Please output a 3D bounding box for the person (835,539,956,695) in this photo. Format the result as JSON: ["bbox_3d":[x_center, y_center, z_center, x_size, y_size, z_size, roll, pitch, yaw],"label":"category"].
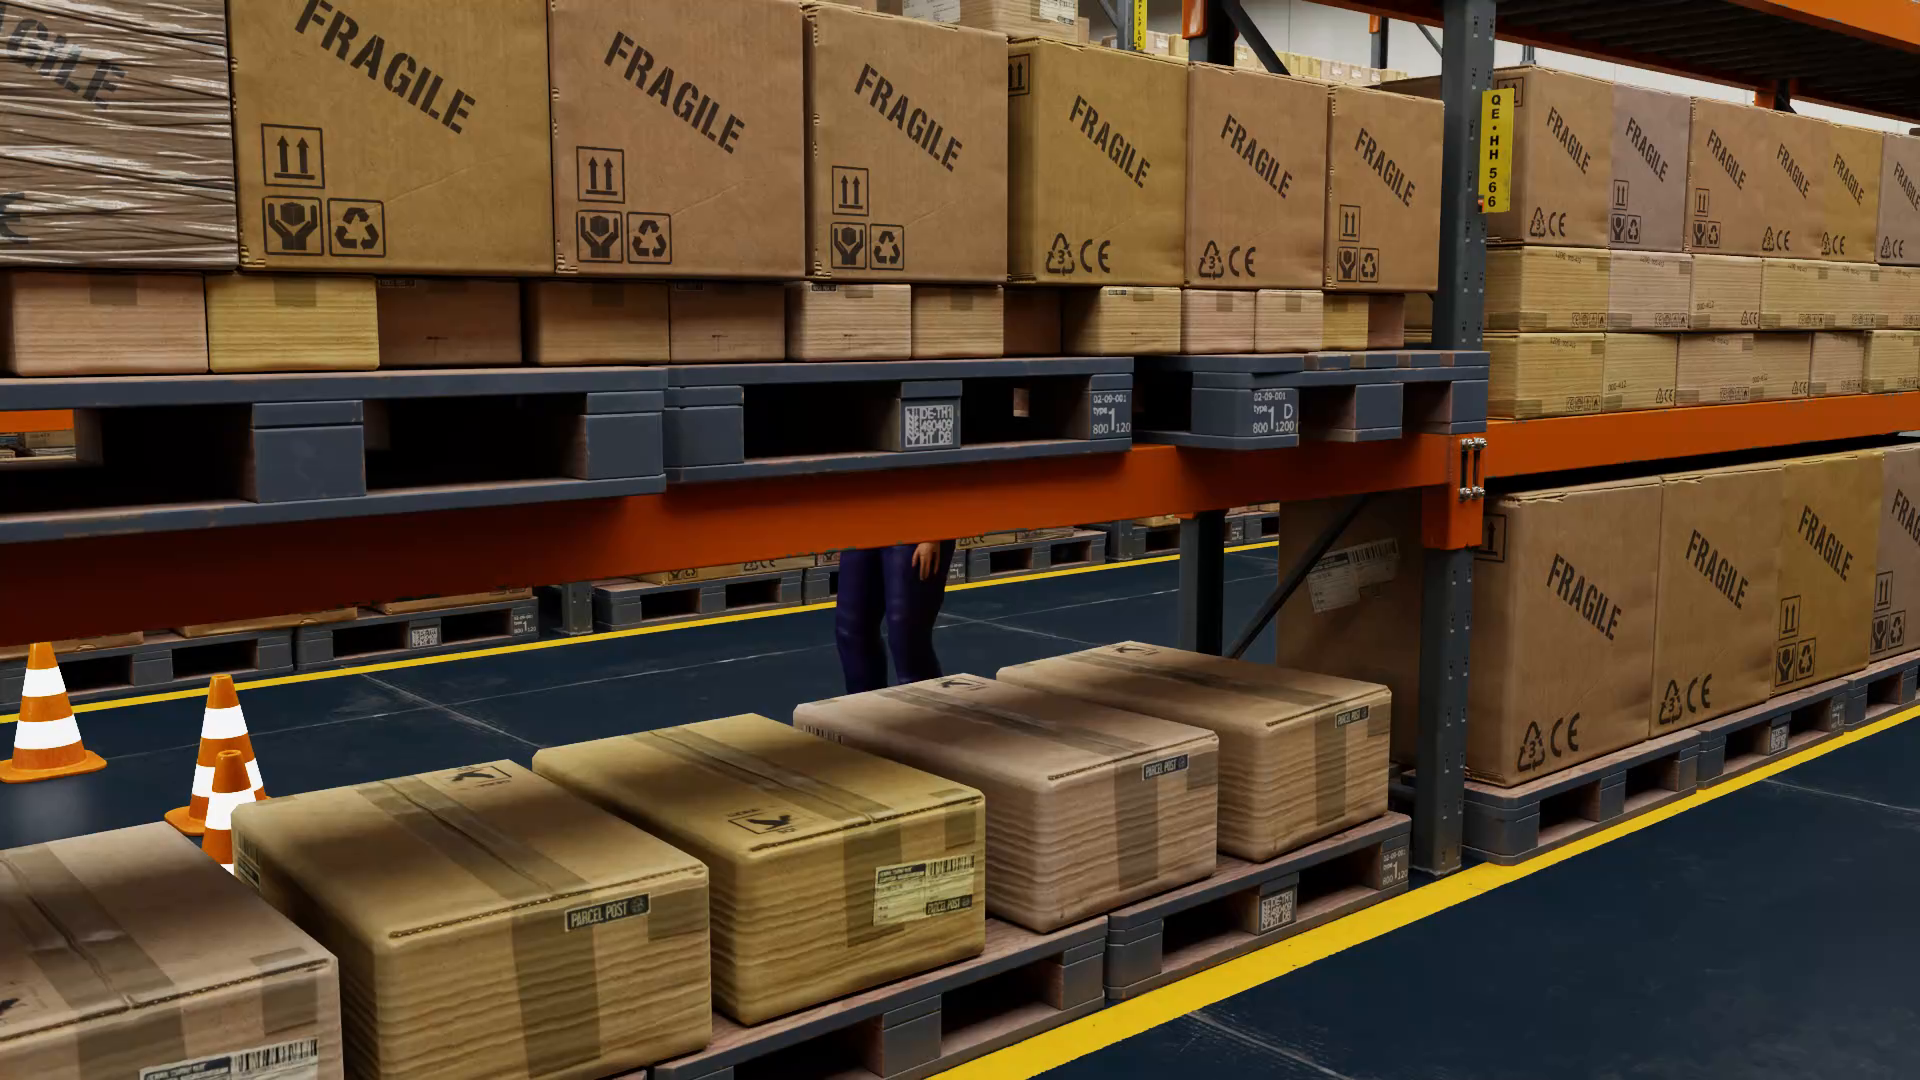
[{"bbox_3d":[-0.243,-0.011,5.905,0.542,1.651,0.369,7,10,44],"label":"person"}]
